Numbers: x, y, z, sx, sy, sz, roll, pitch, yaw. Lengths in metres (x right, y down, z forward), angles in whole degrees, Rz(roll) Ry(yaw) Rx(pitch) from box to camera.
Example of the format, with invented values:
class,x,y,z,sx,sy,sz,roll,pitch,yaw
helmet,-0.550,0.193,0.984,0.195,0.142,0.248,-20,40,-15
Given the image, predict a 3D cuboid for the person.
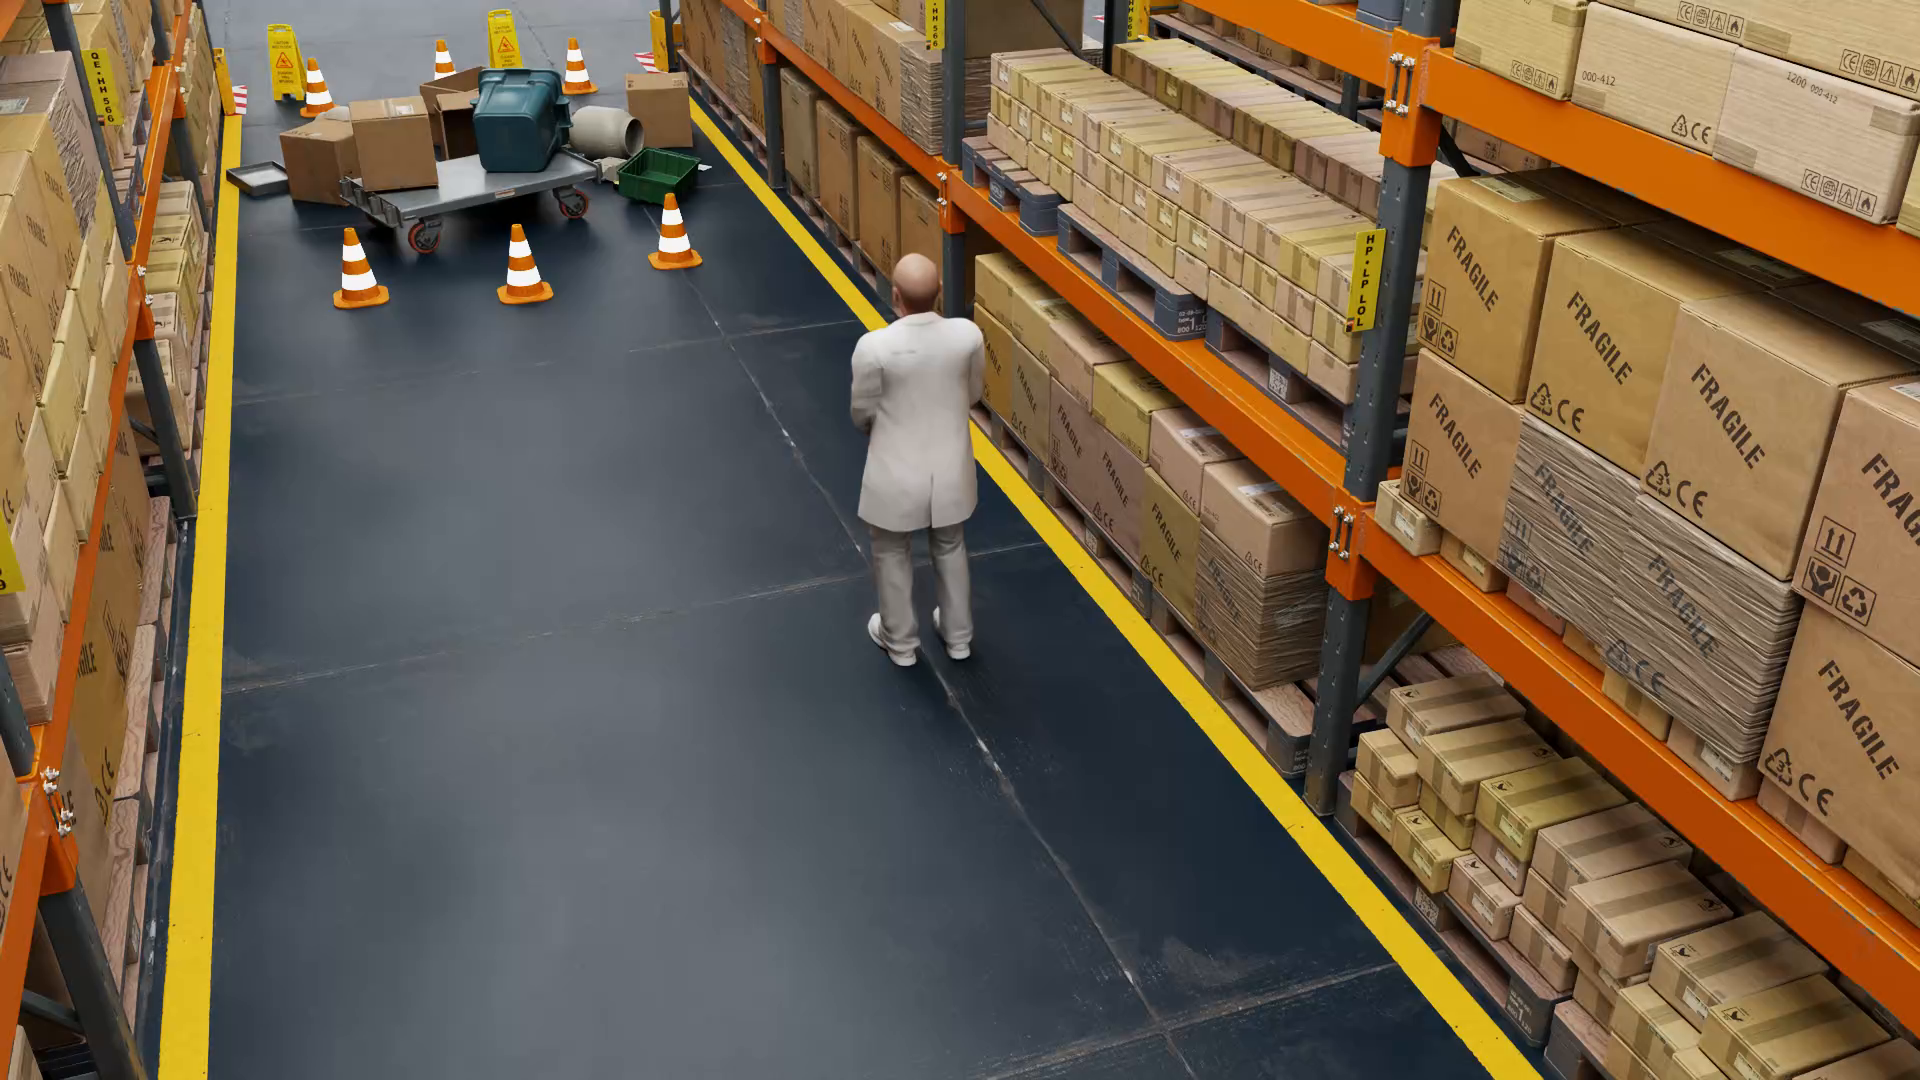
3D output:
class,x,y,z,sx,sy,sz,roll,pitch,yaw
person,-0.199,-0.353,6.760,0.548,1.778,0.535,-10,31,-17
